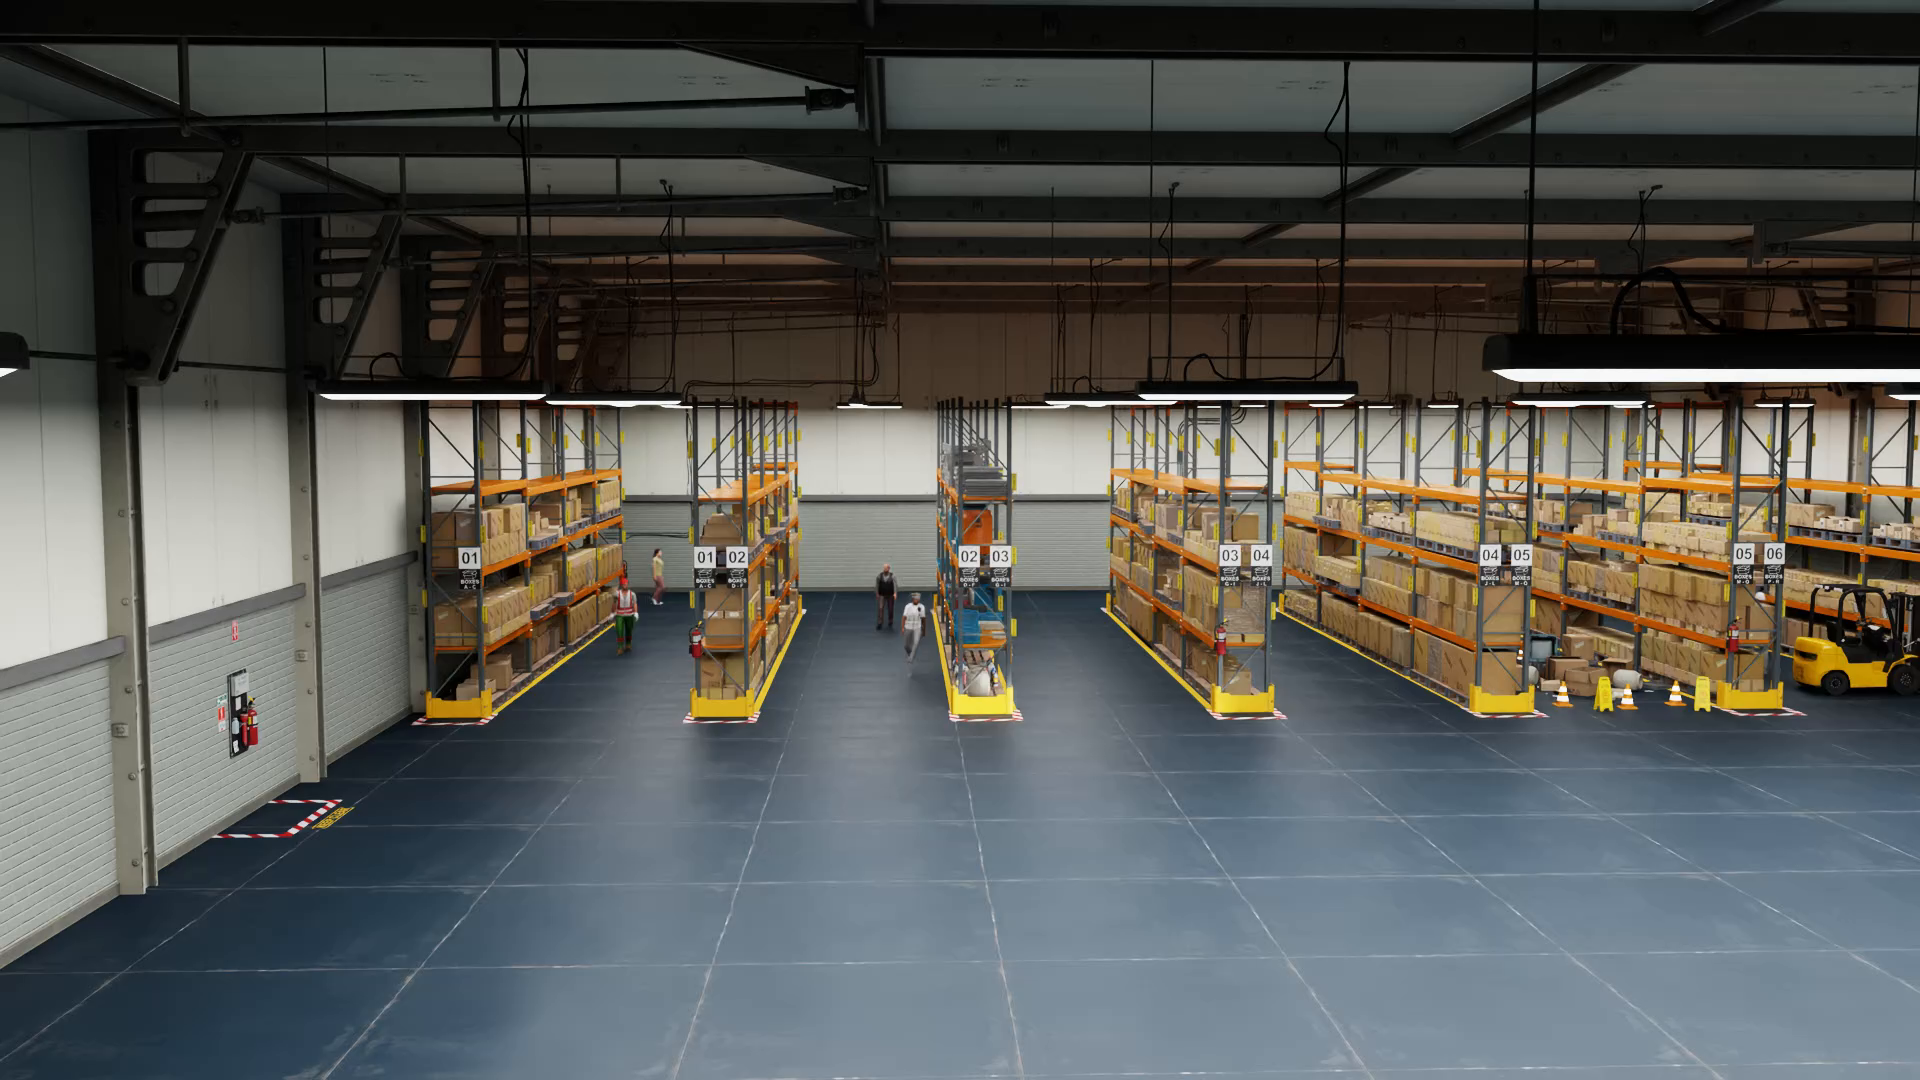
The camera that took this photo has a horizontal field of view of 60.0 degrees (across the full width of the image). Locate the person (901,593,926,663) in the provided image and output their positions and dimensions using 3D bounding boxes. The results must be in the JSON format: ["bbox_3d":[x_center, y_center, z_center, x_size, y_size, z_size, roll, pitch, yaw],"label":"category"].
[{"bbox_3d":[-1.007,1.915,36.146,0.528,1.555,0.958,0,4,-1],"label":"person"}]

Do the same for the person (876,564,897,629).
[{"bbox_3d":[-1.951,1.470,43.921,0.600,1.680,1.004,0,4,6],"label":"person"}]

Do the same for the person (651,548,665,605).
[{"bbox_3d":[-8.904,1.081,49.123,0.422,1.669,0.476,0,4,-1],"label":"person"}]

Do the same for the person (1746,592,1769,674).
[{"bbox_3d":[17.502,2.059,36.358,0.513,1.821,0.613,-1,4,-8],"label":"person"}]

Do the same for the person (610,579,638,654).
[{"bbox_3d":[-7.971,1.785,39.432,0.676,1.738,1.025,-1,4,-11],"label":"person"}]
